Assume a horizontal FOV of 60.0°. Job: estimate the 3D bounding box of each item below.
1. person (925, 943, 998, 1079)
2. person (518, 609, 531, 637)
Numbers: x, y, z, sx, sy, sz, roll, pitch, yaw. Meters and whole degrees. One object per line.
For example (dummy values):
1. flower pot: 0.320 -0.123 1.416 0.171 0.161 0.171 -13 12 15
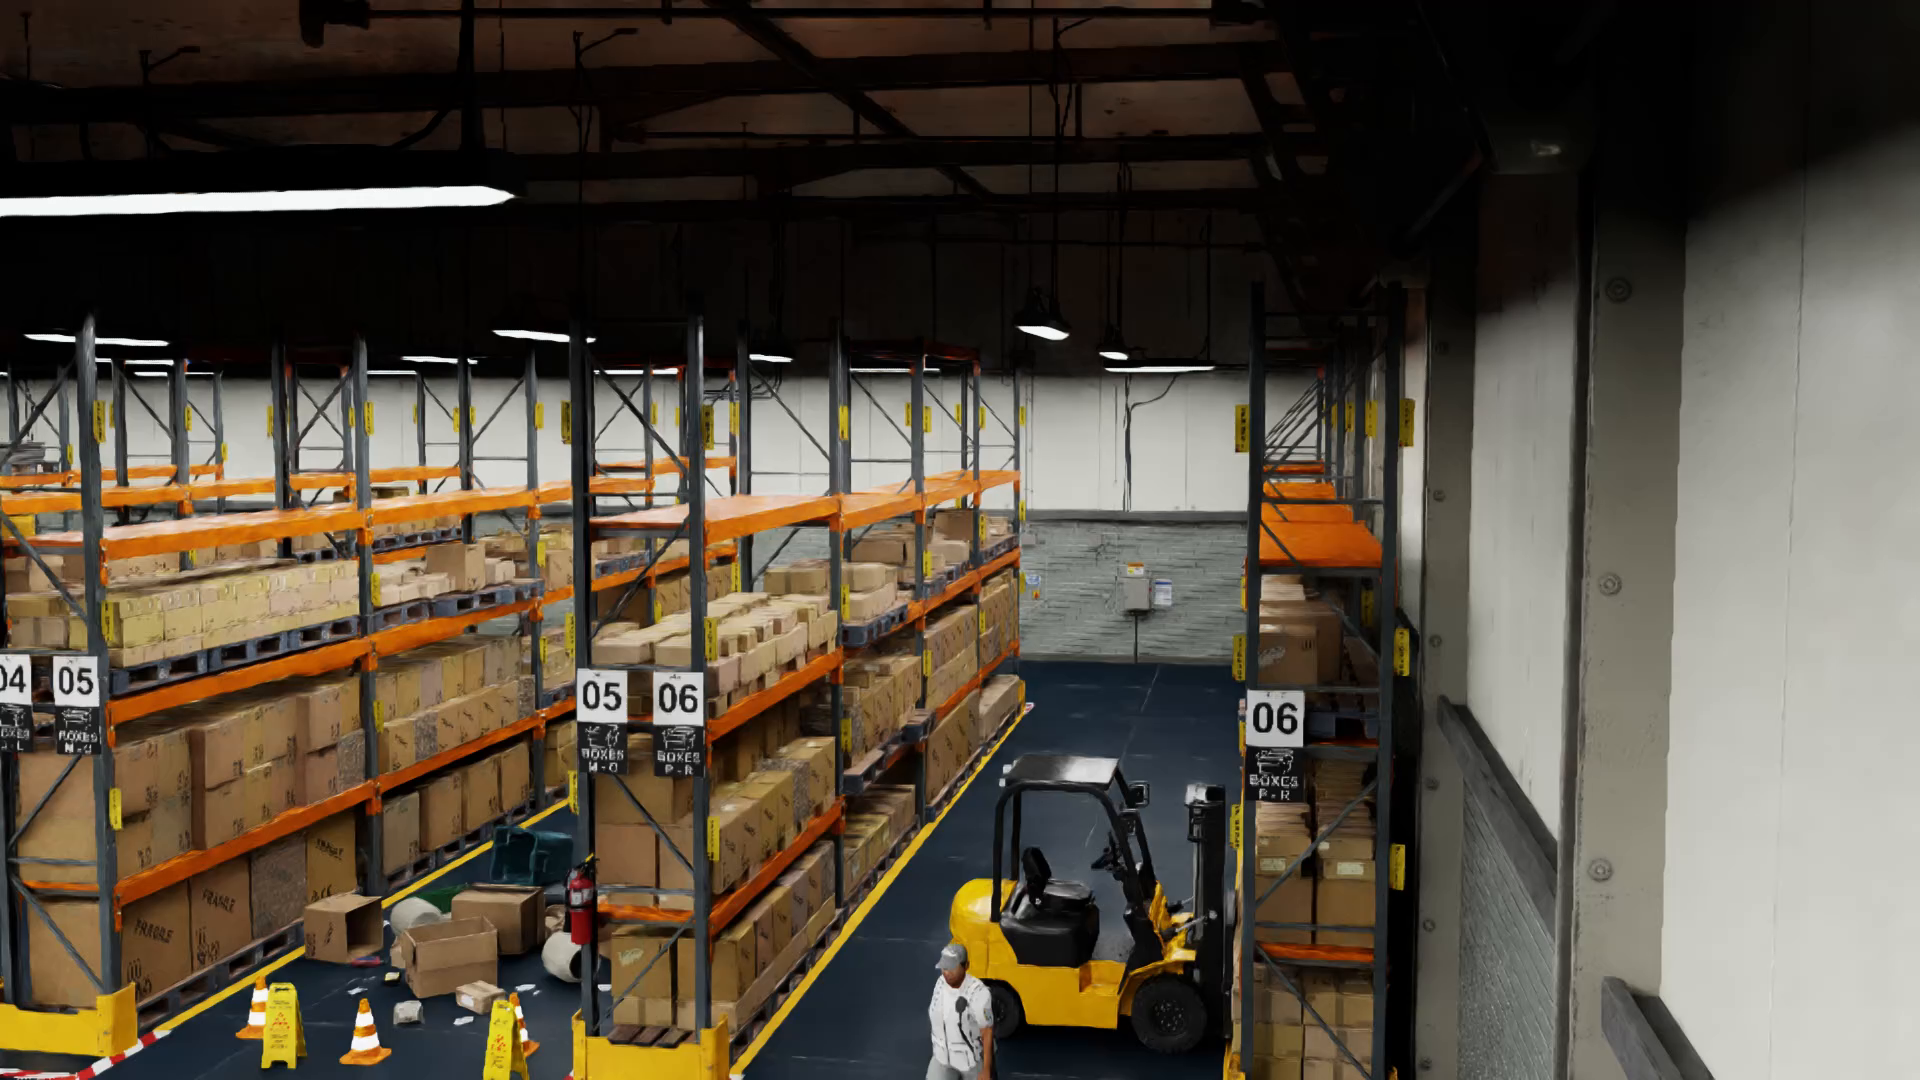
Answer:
1. person: 0.009 3.466 11.121 0.523 1.610 0.937 3 6 35
2. person: -7.762 1.879 29.806 0.486 1.777 0.620 -2 5 -18
